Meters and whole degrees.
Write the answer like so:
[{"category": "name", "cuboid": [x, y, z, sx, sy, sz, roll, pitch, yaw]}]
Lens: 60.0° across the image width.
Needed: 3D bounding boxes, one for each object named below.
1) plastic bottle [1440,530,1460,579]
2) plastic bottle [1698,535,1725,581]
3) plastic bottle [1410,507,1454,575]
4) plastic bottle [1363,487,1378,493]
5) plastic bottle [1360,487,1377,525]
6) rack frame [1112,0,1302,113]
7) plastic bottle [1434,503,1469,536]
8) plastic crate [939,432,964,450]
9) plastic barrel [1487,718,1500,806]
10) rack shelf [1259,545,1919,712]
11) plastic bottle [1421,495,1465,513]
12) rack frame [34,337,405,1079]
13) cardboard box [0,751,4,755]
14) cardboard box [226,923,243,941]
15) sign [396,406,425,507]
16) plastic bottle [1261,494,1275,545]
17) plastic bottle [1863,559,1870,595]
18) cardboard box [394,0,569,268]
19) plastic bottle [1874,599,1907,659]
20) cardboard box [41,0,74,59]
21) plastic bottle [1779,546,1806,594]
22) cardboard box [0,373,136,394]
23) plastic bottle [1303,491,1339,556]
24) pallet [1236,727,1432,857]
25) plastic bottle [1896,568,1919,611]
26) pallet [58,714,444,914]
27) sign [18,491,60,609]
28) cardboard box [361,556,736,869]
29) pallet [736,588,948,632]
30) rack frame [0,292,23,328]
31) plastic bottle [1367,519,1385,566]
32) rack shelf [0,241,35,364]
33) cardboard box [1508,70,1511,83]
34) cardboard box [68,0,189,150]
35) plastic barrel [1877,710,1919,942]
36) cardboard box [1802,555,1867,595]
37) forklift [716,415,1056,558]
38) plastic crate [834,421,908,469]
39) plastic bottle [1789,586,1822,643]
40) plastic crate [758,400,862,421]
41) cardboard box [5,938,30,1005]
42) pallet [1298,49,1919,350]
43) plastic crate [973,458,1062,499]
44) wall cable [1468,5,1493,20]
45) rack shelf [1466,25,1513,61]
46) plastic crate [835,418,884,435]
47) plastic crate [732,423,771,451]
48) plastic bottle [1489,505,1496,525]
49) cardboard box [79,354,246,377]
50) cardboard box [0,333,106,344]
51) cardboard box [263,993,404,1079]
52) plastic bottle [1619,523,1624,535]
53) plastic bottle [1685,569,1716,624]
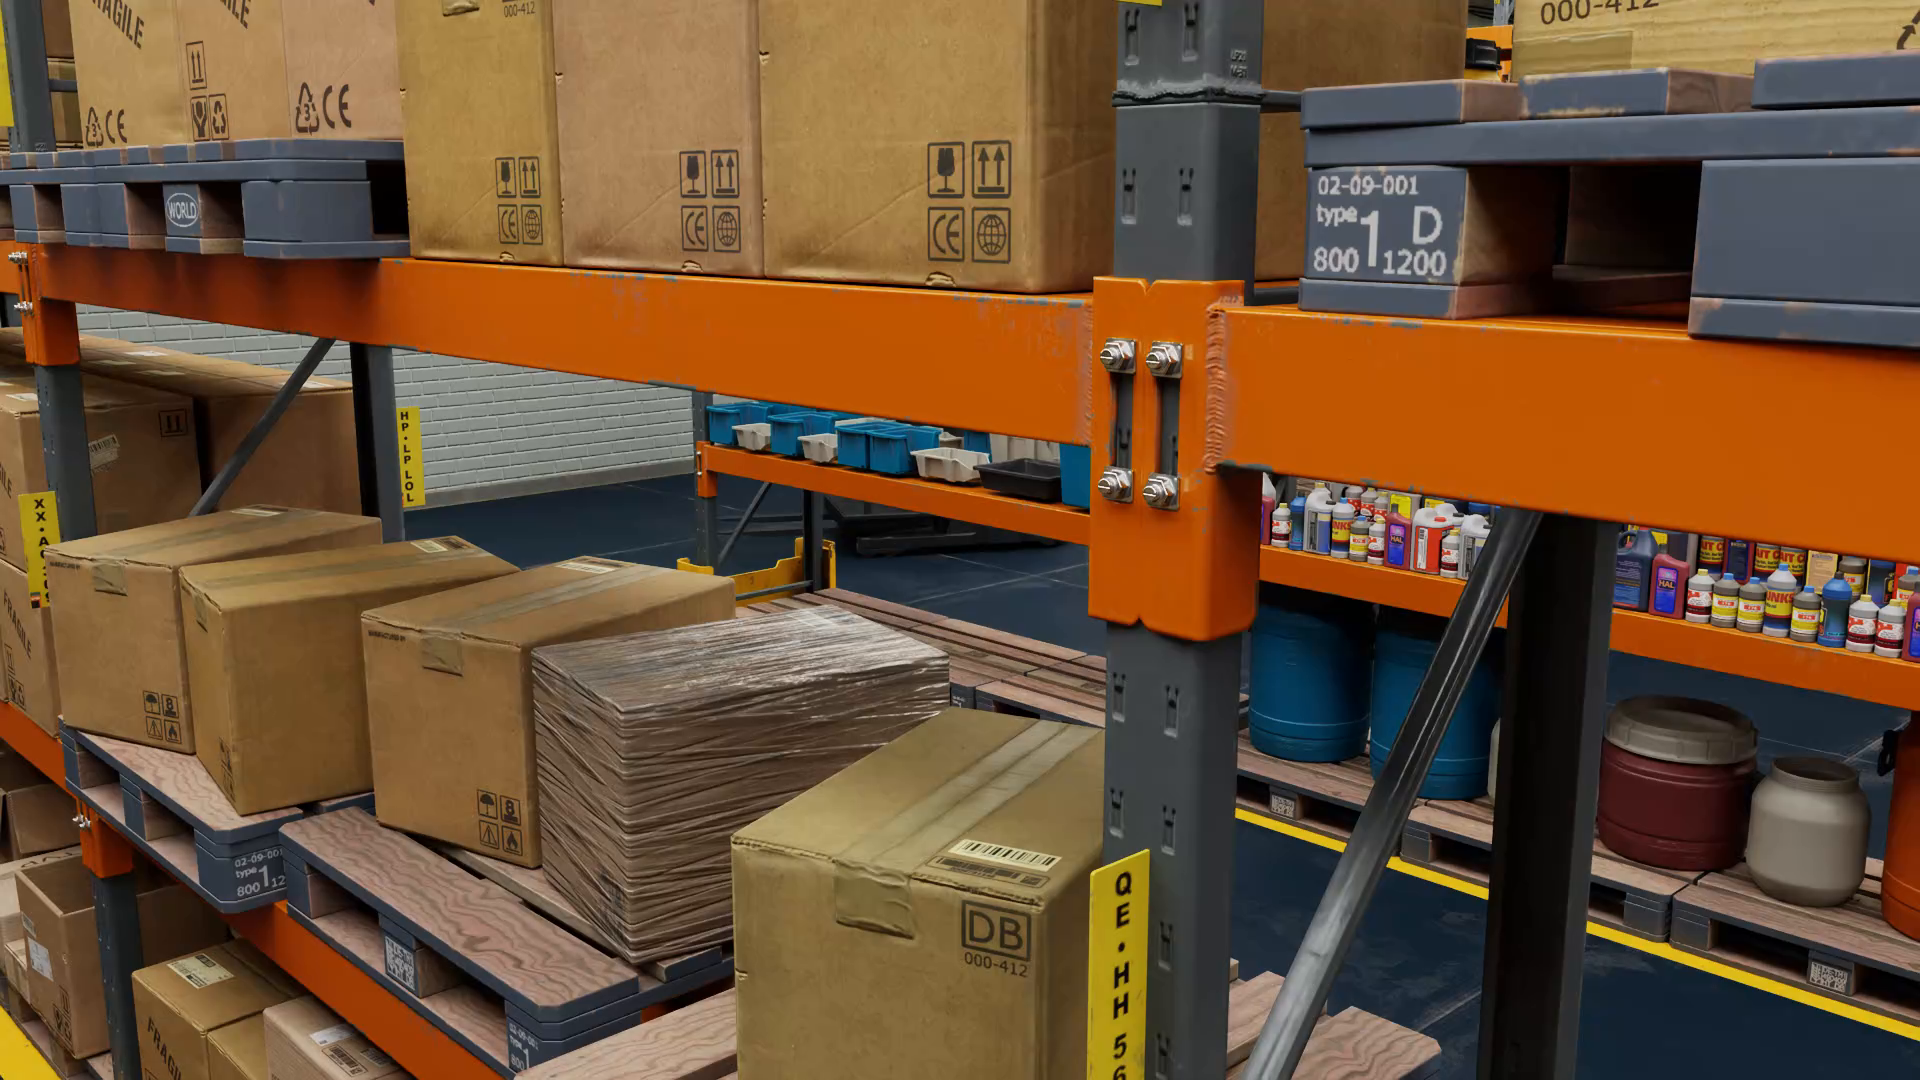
[{"category": "plastic bottle", "cuboid": [2.130, 0.059, 7.183, 0.097, 0.201, 0.097, 0, 12, 0]}, {"category": "plastic bottle", "cuboid": [3.225, 0.035, 7.128, 0.097, 0.271, 0.097, 0, 12, 0]}, {"category": "plastic bottle", "cuboid": [2.069, 0.002, 7.276, 0.152, 0.276, 0.135, -11, 16, -43]}, {"category": "plastic bottle", "cuboid": [2.084, -0.218, 8.323, 0.061, 0.283, 0.133, -11, 16, -43]}, {"category": "plastic bottle", "cuboid": [2.040, -0.164, 8.265, 0.097, 0.201, 0.097, 0, 12, 0]}, {"category": "rack frame", "cuboid": [0.563, -1.979, 1.718, 1.000, 3.000, 0.127, -11, 16, -43]}, {"category": "plastic bottle", "cuboid": [2.179, -0.019, 7.379, 0.152, 0.276, 0.135, -11, 16, -43]}, {"category": "plastic crate", "cuboid": [-0.065, -0.583, 10.311, 0.298, 0.136, 0.250, -11, 16, -43]}, {"category": "plastic barrel", "cuboid": [2.563, 0.978, 7.355, 0.421, 0.512, 0.421, 0, 12, 0]}, {"category": "rack shelf", "cuboid": [2.767, 0.330, 7.161, 1.077, 0.370, 4.000, -11, 16, -43]}, {"category": "plastic bottle", "cuboid": [2.281, -0.155, 7.852, 0.144, 0.351, 0.185, -11, 16, -43]}, {"category": "rack frame", "cuboid": [-2.199, 0.375, 5.157, 1.000, 3.000, 0.127, -11, 16, -43]}, {"category": "cardboard box", "cuboid": [-4.446, 1.114, 7.292, 0.500, 0.250, 0.500, -11, 16, -43]}, {"category": "cardboard box", "cuboid": [-2.333, 1.385, 5.828, 0.500, 0.311, 0.500, -11, 16, -43]}, {"category": "sign", "cuboid": [-1.801, -0.270, 5.418, 0.100, 0.325, 0.005, -11, 16, -43]}, {"category": "plastic bottle", "cuboid": [1.422, -0.125, 7.874, 0.061, 0.283, 0.133, -11, 16, -43]}, {"category": "plastic bottle", "cuboid": [3.704, 0.125, 6.662, 0.061, 0.283, 0.133, -11, 16, -43]}, {"category": "cardboard box", "cuboid": [-0.474, -0.769, 3.027, 0.910, 0.500, 0.500, -11, 16, -43]}, {"category": "plastic bottle", "cuboid": [3.334, 0.314, 5.947, 0.097, 0.201, 0.097, 0, 12, 0]}, {"category": "cardboard box", "cuboid": [-2.563, -1.698, 5.062, 0.700, 0.500, 0.500, -11, 16, -43]}, {"category": "plastic bottle", "cuboid": [3.452, 0.083, 6.896, 0.097, 0.271, 0.097, 0, 12, 0]}, {"category": "cardboard box", "cuboid": [-3.092, -0.276, 5.590, 0.500, 0.500, 0.500, -11, 16, -44]}, {"category": "plastic bottle", "cuboid": [1.682, -0.080, 7.673, 0.152, 0.276, 0.135, -11, 16, -43]}, {"category": "pallet", "cuboid": [1.888, 1.170, 8.211, 1.003, 0.211, 1.213, -11, 16, -43]}, {"category": "plastic bottle", "cuboid": [3.686, 0.211, 6.447, 0.097, 0.201, 0.097, 0, 12, 0]}, {"category": "pallet", "cuboid": [-1.727, 0.601, 4.537, 1.003, 0.211, 1.213, -11, 16, -43]}, {"category": "sign", "cuboid": [-2.587, 0.028, 4.697, 0.100, 0.325, 0.005, -11, 16, -43]}, {"category": "cardboard box", "cuboid": [-0.935, 0.370, 3.895, 0.500, 0.500, 0.700, 7, 14, 31]}, {"category": "pallet", "cuboid": [-0.835, 0.593, 11.009, 1.003, 0.211, 1.213, -11, 16, -43]}, {"category": "rack frame", "cuboid": [-4.962, -0.209, 7.991, 1.000, 3.000, 0.127, -11, 16, -43]}, {"category": "plastic bottle", "cuboid": [1.877, 0.006, 7.442, 0.097, 0.201, 0.097, 0, 12, 0]}, {"category": "rack shelf", "cuboid": [-3.581, -1.034, 6.344, 1.077, 0.370, 4.000, -11, 16, -43]}, {"category": "cardboard box", "cuboid": [4.323, -3.283, 12.085, 0.500, 0.250, 0.500, 10, 16, 41]}, {"category": "cardboard box", "cuboid": [-1.905, -1.314, 4.385, 0.600, 0.600, 0.600, 10, 15, 40]}, {"category": "plastic barrel", "cuboid": [3.798, 1.057, 6.183, 0.600, 0.830, 0.708, -11, 16, -43]}, {"category": "cardboard box", "cuboid": [6.042, 0.051, 10.955, 0.875, 0.875, 1.225, 11, 16, 43]}, {"category": "forklift", "cuboid": [-0.613, -1.407, 13.976, 3.031, 2.935, 1.130, -3, 12, -13]}, {"category": "plastic crate", "cuboid": [-0.535, -0.572, 10.019, 0.416, 0.233, 0.300, -11, 16, -43]}, {"category": "plastic bottle", "cuboid": [3.133, 0.271, 6.154, 0.097, 0.201, 0.097, 0, 12, 0]}, {"category": "plastic crate", "cuboid": [-1.010, -0.922, 11.218, 0.616, 0.435, 0.499, -11, 16, -43]}, {"category": "cardboard box", "cuboid": [-3.100, 1.466, 5.837, 0.380, 0.149, 0.250, -11, 16, -43]}, {"category": "pallet", "cuboid": [1.096, -0.331, 1.620, 1.213, 0.211, 1.003, -10, 15, -40]}, {"category": "plastic crate", "cuboid": [0.418, -0.335, 9.138, 0.437, 0.125, 0.590, -11, 16, -43]}, {"category": "wall cable", "cuboid": [7.828, -7.204, 26.985, 2.988, 3.039, 0.133, -11, 16, -43]}, {"category": "rack shelf", "cuboid": [3.587, -3.687, 12.779, 1.077, 0.370, 4.000, -11, 16, -43]}, {"category": "plastic crate", "cuboid": [-0.683, -0.705, 10.904, 0.396, 0.136, 0.243, -11, 16, -43]}, {"category": "plastic crate", "cuboid": [-1.283, -0.658, 10.678, 0.250, 0.136, 0.298, -11, 16, -43]}, {"category": "plastic bottle", "cuboid": [2.492, -0.114, 7.841, 0.152, 0.276, 0.135, -11, 16, -43]}, {"category": "cardboard box", "cuboid": [-3.033, -0.422, 6.300, 0.500, 0.500, 0.500, 11, 16, 43]}, {"category": "cardboard box", "cuboid": [-4.106, -0.647, 7.393, 0.500, 0.500, 0.500, -10, 16, -41]}, {"category": "cardboard box", "cuboid": [-1.351, 1.267, 4.073, 0.500, 0.250, 0.500, -11, 16, -42]}, {"category": "plastic bottle", "cuboid": [2.893, -0.018, 7.382, 0.097, 0.271, 0.097, 0, 12, 0]}, {"category": "plastic bottle", "cuboid": [2.864, 0.214, 6.430, 0.097, 0.201, 0.097, 0, 12, 0]}]
